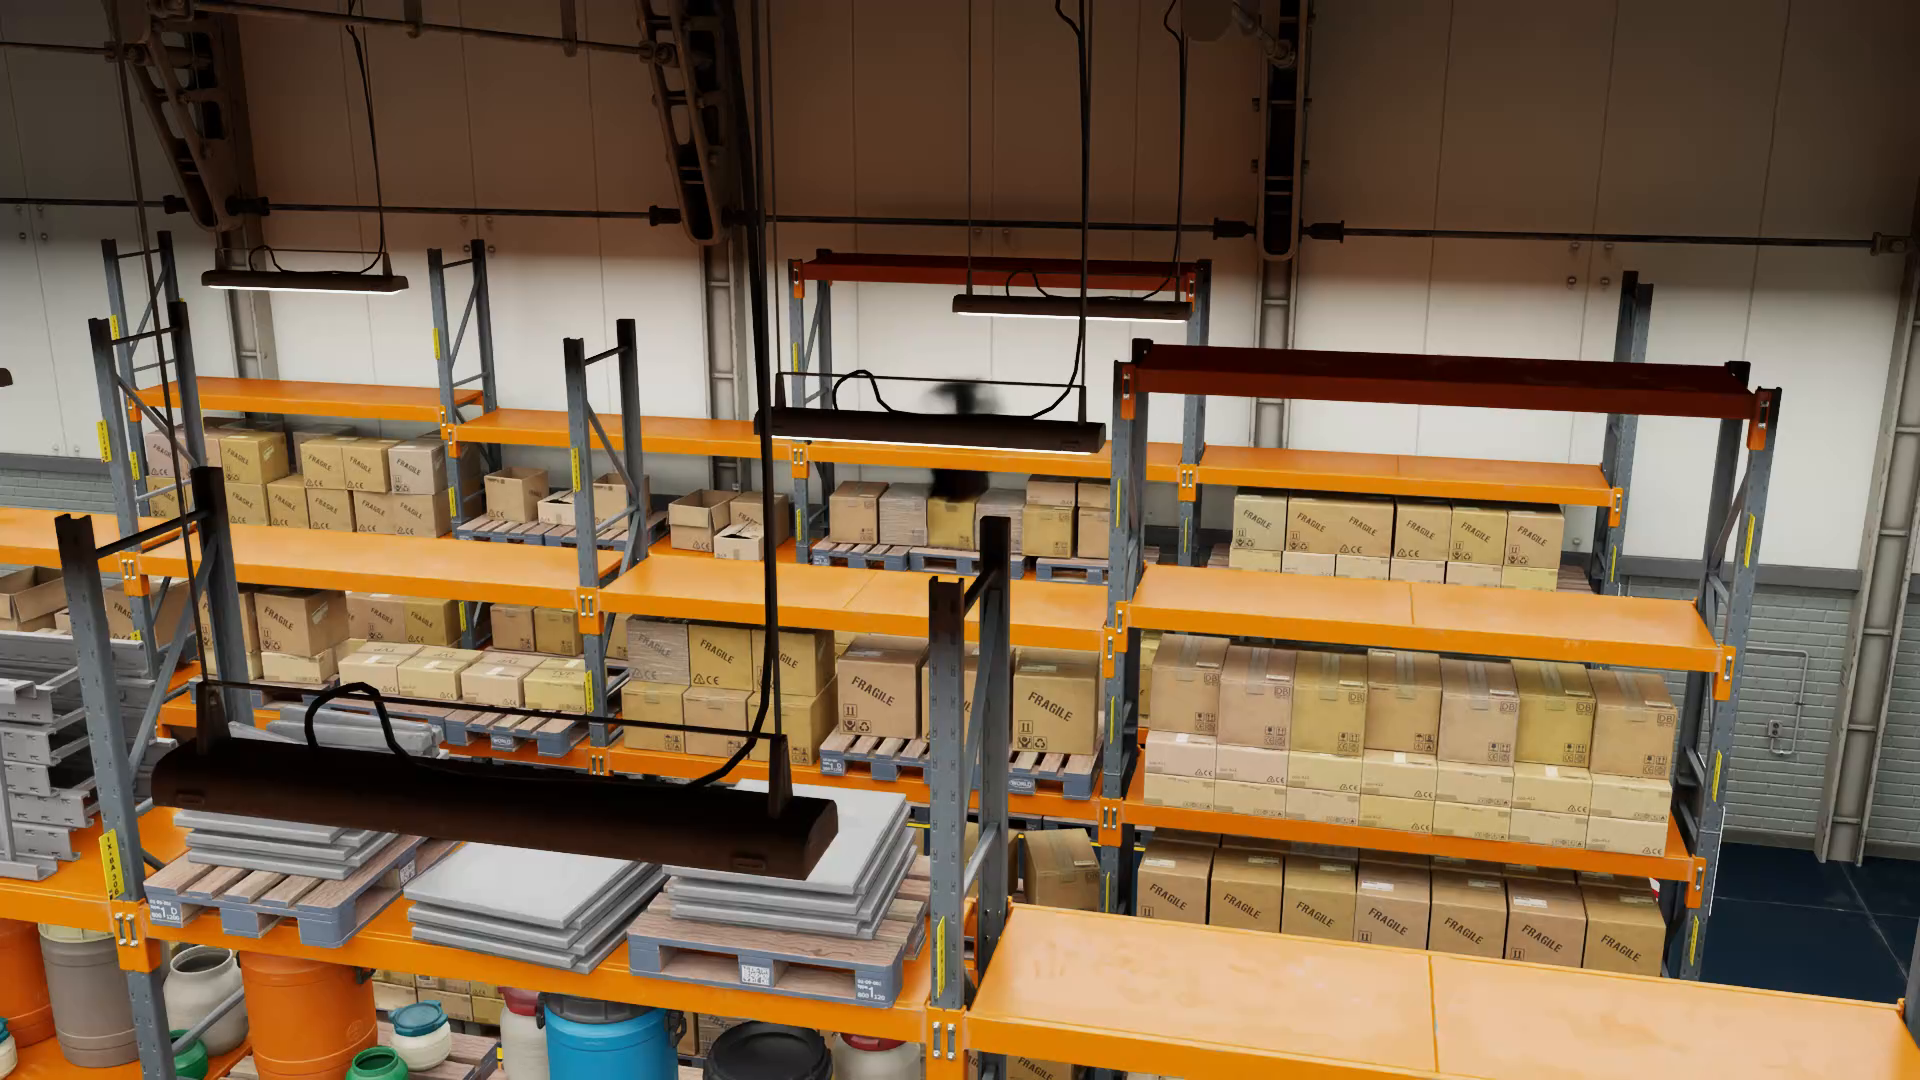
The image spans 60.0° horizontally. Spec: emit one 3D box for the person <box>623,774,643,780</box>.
[{"bbox_3d":[-2.715,2.990,15.647,1.088,1.468,0.593,10,19,32],"label":"person"}]
